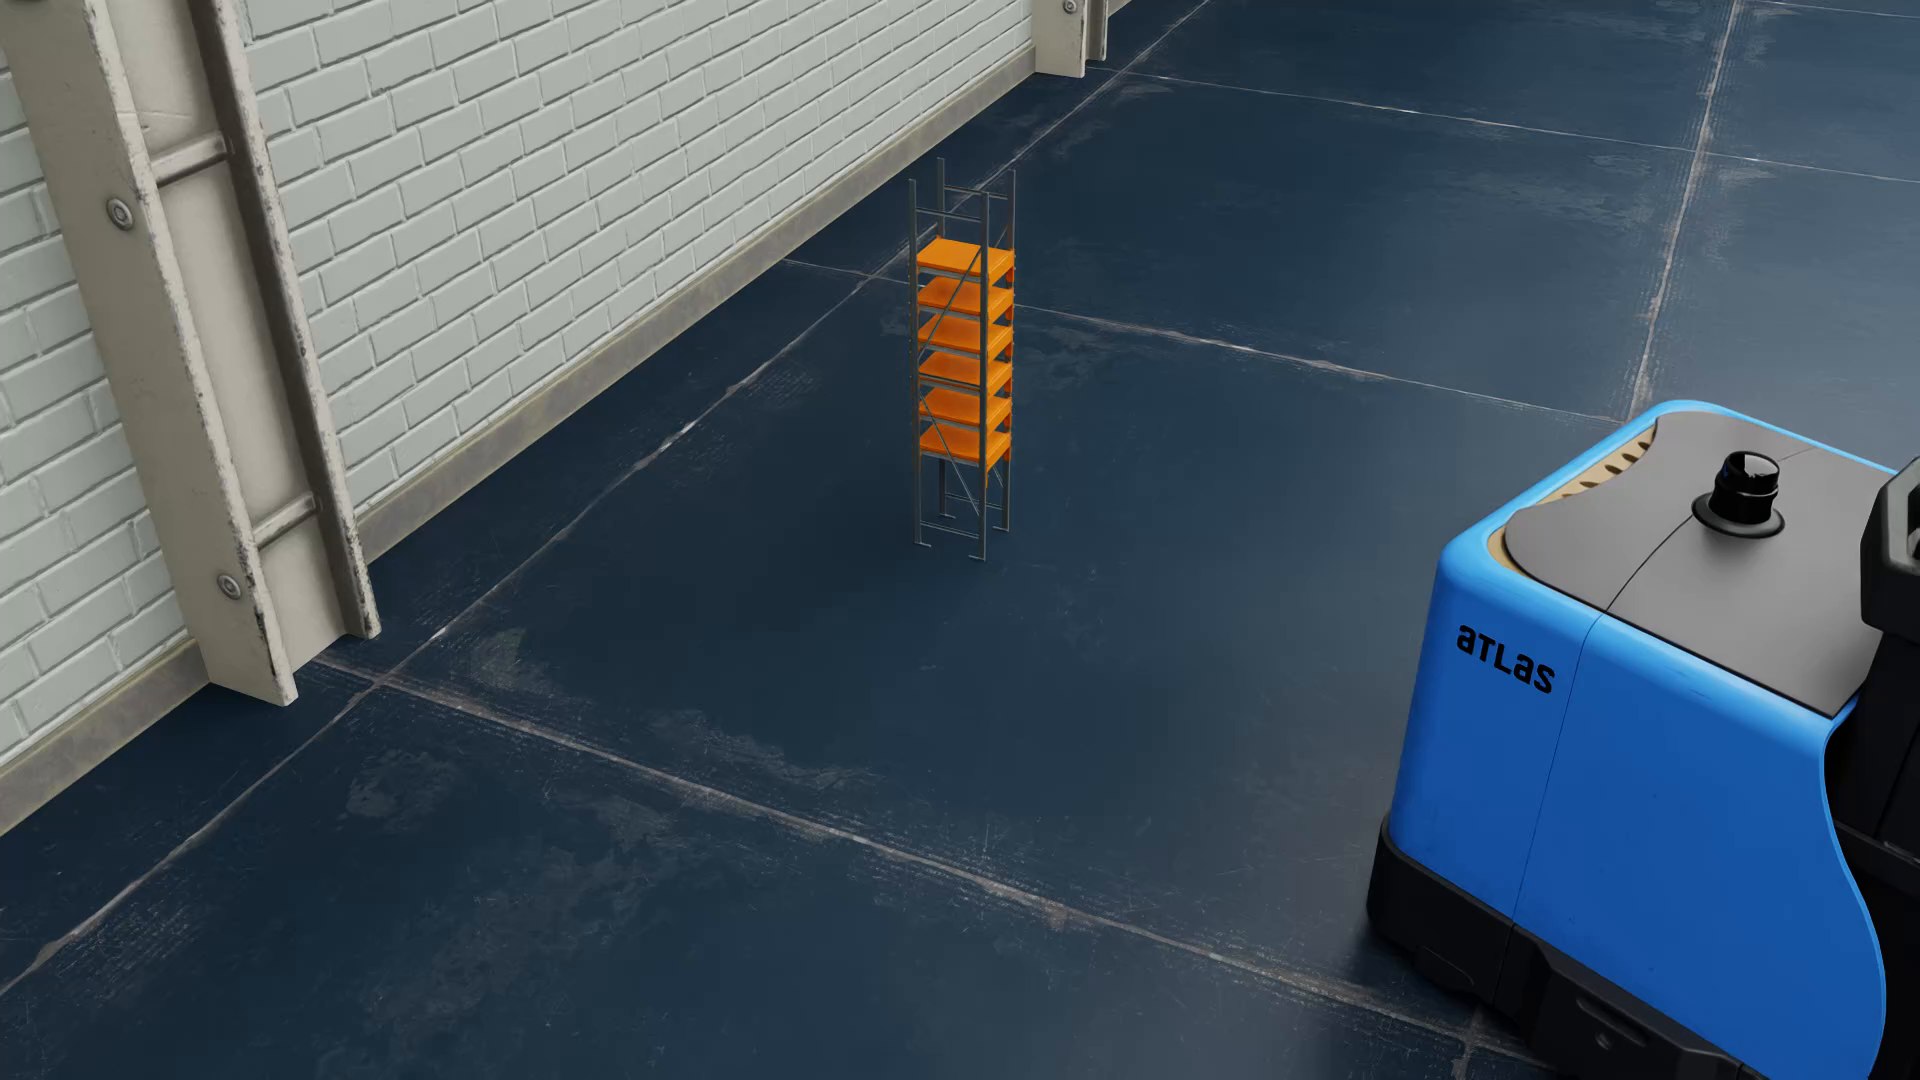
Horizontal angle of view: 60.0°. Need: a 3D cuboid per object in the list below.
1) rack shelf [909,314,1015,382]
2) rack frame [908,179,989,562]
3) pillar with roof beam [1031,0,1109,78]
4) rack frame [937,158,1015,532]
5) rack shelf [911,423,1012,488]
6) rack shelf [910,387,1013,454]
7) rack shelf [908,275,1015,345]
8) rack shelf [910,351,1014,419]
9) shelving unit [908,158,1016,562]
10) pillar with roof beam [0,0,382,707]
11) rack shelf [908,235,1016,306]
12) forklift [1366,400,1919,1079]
[{"bbox_3d":[0.006,-0.572,4.891,0.258,0.103,0.180,14,36,20],"label":"rack shelf"},{"bbox_3d":[-0.032,-0.463,4.862,0.240,1.200,0.006,14,36,20],"label":"rack frame"},{"bbox_3d":[4.515,-5.440,5.340,9.100,9.000,0.400,14,36,20],"label":"pillar with roof beam"},{"bbox_3d":[0.044,-0.555,5.001,0.240,1.200,0.006,14,36,20],"label":"rack frame"},{"bbox_3d":[0.006,-0.271,5.088,0.258,0.103,0.180,14,36,20],"label":"rack shelf"},{"bbox_3d":[0.006,-0.371,5.022,0.258,0.103,0.180,14,36,20],"label":"rack shelf"},{"bbox_3d":[0.006,-0.673,4.825,0.258,0.103,0.180,14,36,20],"label":"rack shelf"},{"bbox_3d":[0.006,-0.472,4.956,0.258,0.103,0.180,14,36,20],"label":"rack shelf"},{"bbox_3d":[0.006,-0.509,4.932,0.258,1.200,0.189,14,36,20],"label":"shelving unit"},{"bbox_3d":[2.005,-2.452,0.783,9.100,9.000,0.400,14,36,20],"label":"pillar with roof beam"},{"bbox_3d":[0.006,-0.773,4.759,0.258,0.103,0.180,14,36,20],"label":"rack shelf"},{"bbox_3d":[2.305,0.099,2.426,1.130,2.935,3.031,-27,42,-35],"label":"forklift"}]
